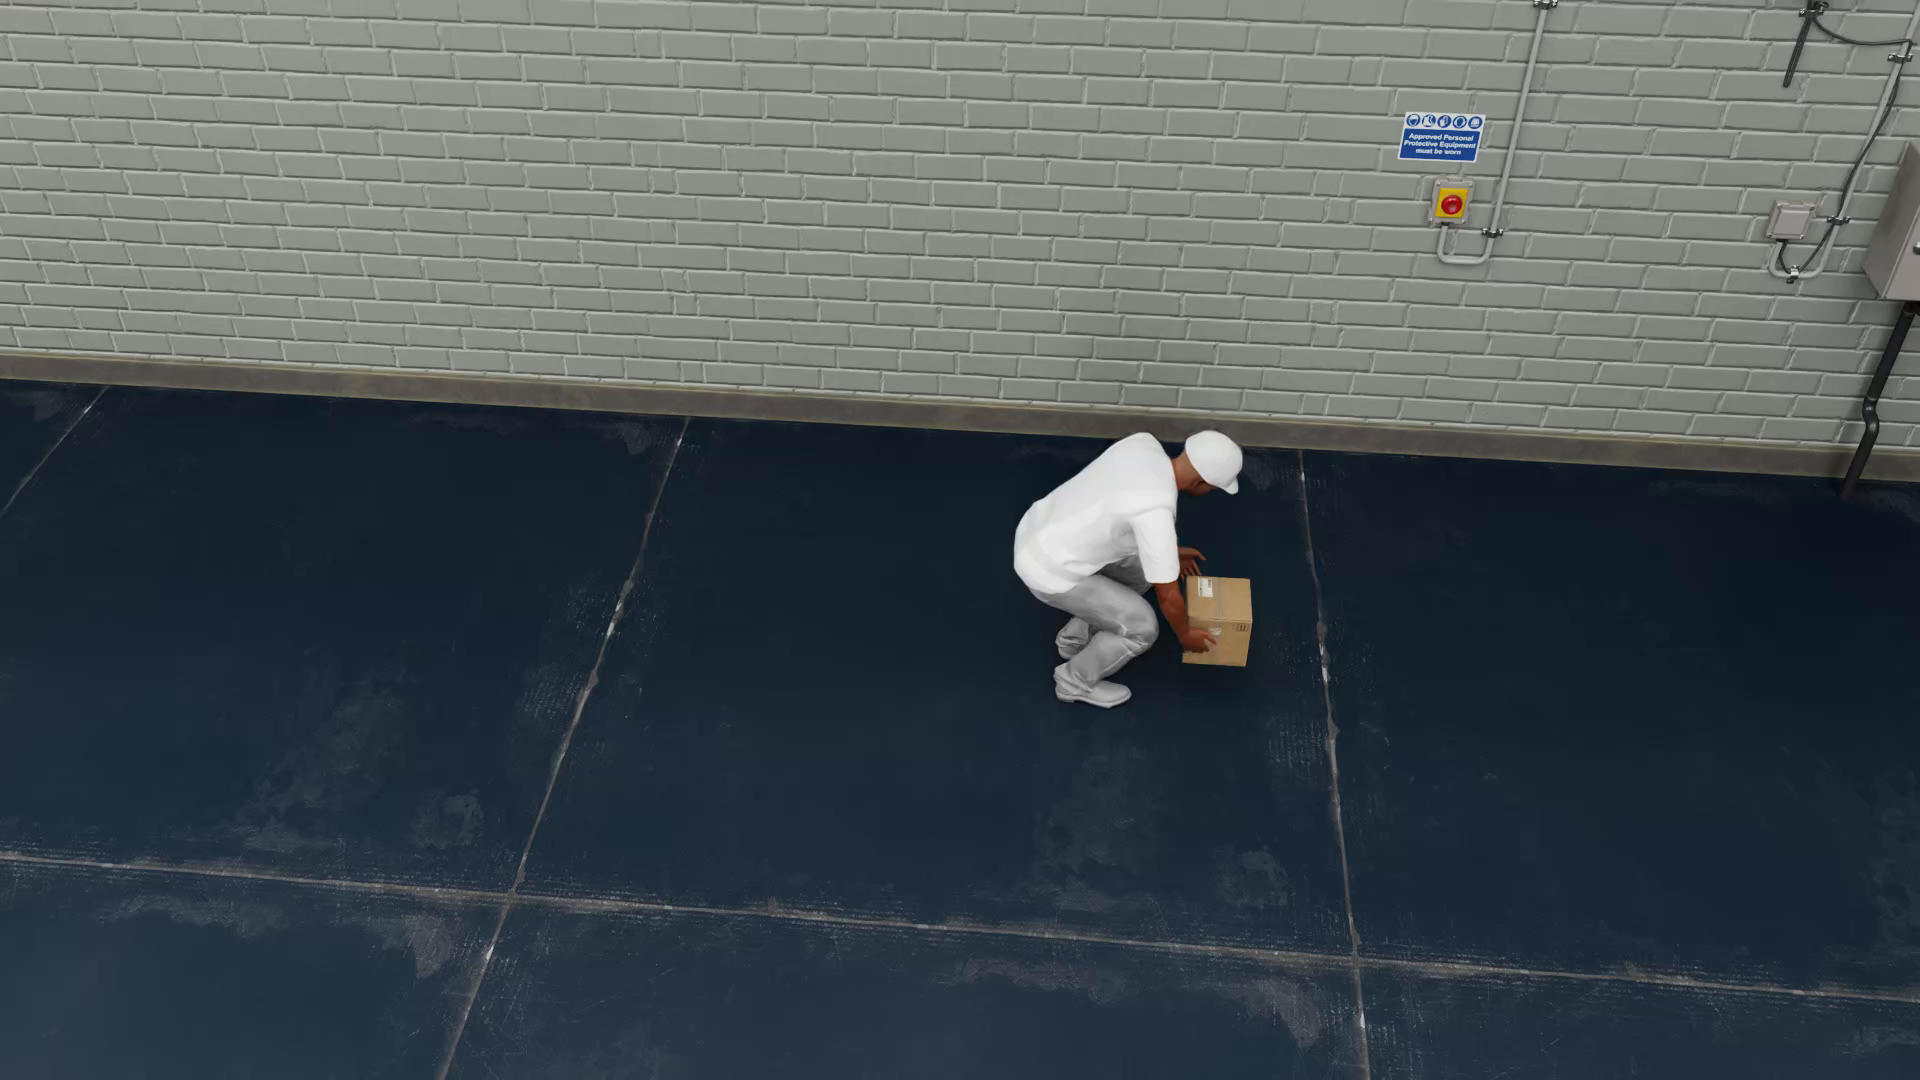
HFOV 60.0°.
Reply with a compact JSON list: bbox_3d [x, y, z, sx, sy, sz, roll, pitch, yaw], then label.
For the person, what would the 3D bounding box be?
[{"bbox_3d":[0.631,0.063,6.500,0.839,1.207,0.620,3,40,4],"label":"person"}]
